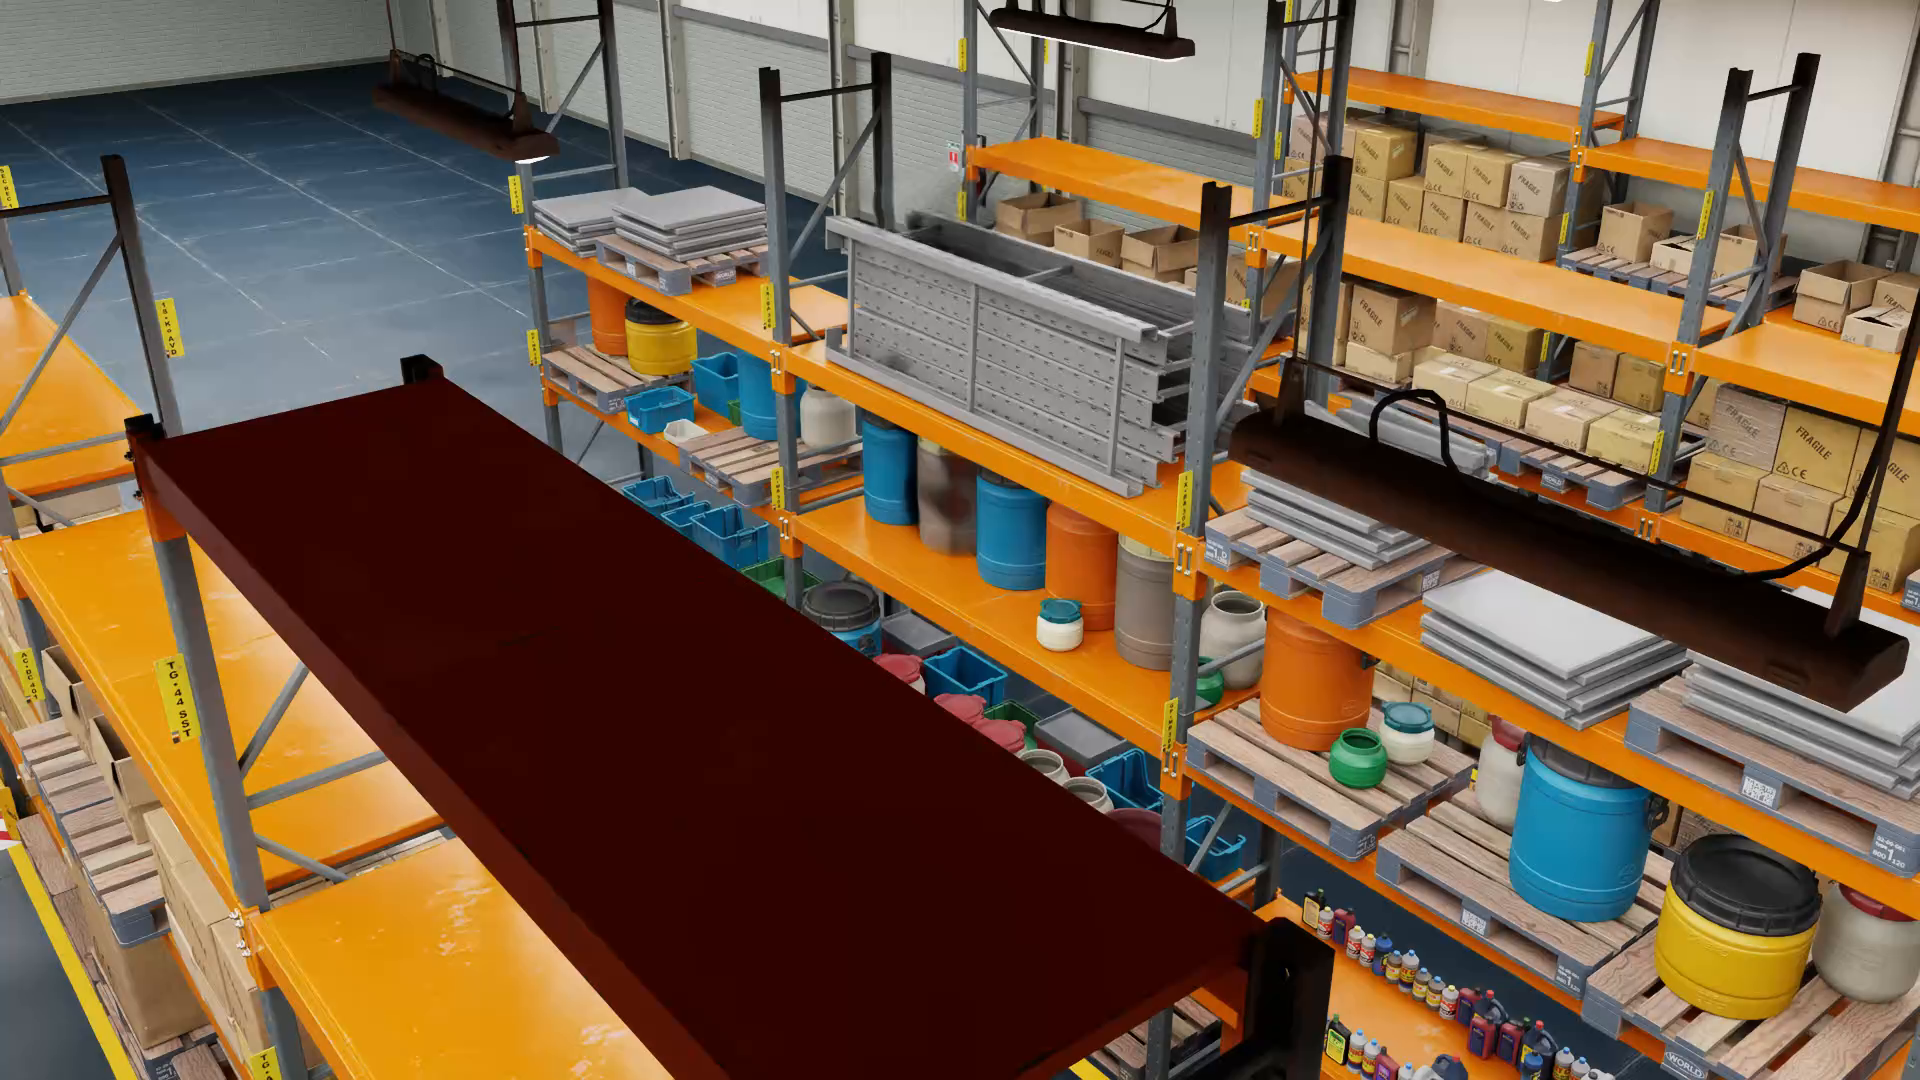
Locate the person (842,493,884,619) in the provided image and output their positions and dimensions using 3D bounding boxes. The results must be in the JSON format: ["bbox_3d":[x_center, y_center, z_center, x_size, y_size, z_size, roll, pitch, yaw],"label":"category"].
[{"bbox_3d":[-0.963,0.140,15.772,0.855,1.572,0.545,23,34,38],"label":"person"}]
